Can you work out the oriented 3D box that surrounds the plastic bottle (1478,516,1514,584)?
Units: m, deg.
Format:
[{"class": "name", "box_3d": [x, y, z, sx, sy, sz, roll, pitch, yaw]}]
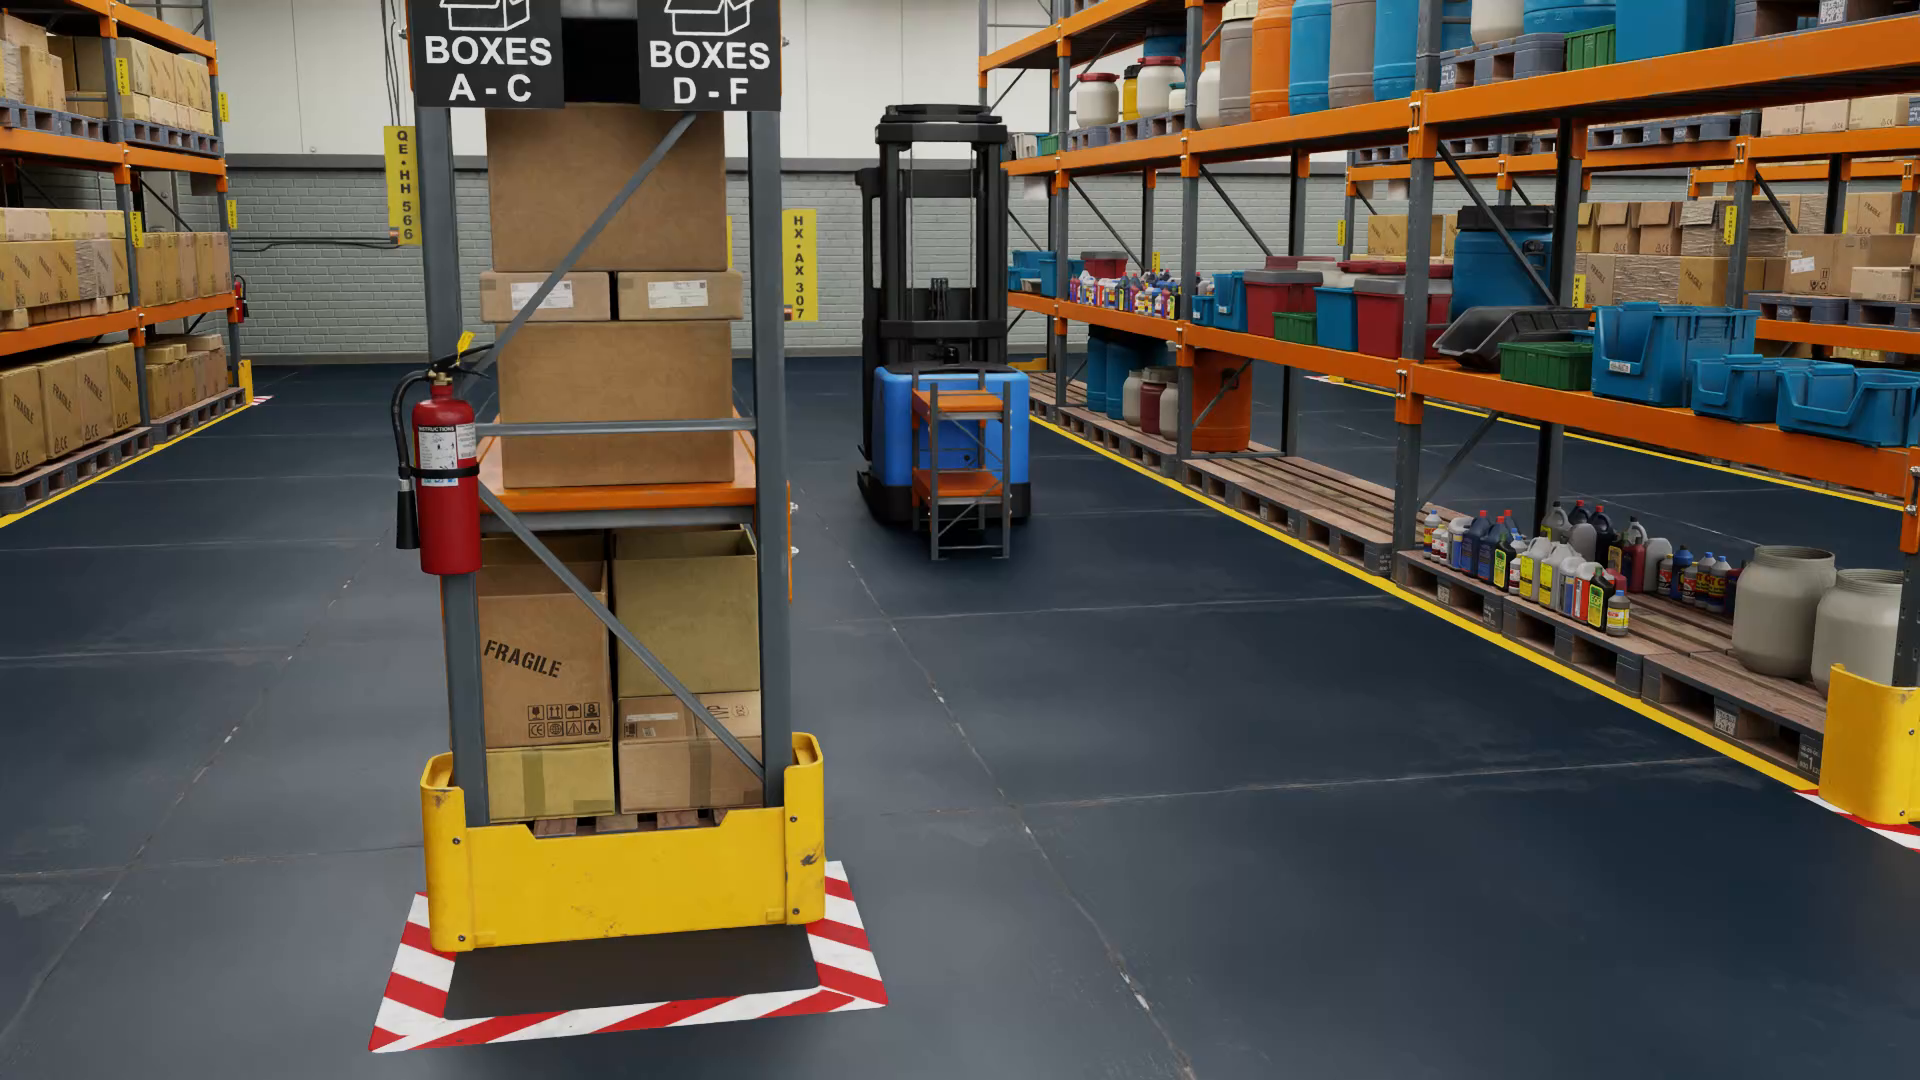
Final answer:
[{"class": "plastic bottle", "box_3d": [2.853, 0.047, 8.837, 0.144, 0.351, 0.185, -3, 11, -13]}]

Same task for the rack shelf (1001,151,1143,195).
[{"class": "rack shelf", "box_3d": [1.121, -4.190, 19.092, 1.077, 0.370, 4.000, -2, 11, -11]}]

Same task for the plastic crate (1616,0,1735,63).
[{"class": "plastic crate", "box_3d": [3.178, -2.307, 7.316, 0.392, 0.384, 0.575, -2, 11, -11]}]

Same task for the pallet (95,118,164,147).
[{"class": "pallet", "box_3d": [-8.357, -3.924, 16.004, 1.003, 0.211, 1.213, -2, 11, -11]}]

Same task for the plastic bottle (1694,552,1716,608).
[{"class": "plastic bottle", "box_3d": [3.711, 0.196, 8.262, 0.097, 0.271, 0.097, 0, 11, 0]}]

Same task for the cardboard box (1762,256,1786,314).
[{"class": "cardboard box", "box_3d": [7.319, -2.298, 14.981, 0.500, 0.500, 0.500, -2, 11, -9]}]

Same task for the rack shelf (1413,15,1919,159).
[{"class": "rack shelf", "box_3d": [3.455, -1.990, 7.529, 1.077, 0.370, 4.000, -2, 11, -11]}]

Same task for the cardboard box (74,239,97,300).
[{"class": "cardboard box", "box_3d": [-7.673, -2.287, 14.074, 0.500, 0.500, 0.500, -2, 11, -11]}]

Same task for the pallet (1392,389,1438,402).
[{"class": "pallet", "box_3d": [6.056, -1.880, 20.511, 1.003, 0.211, 1.213, -2, 11, -11]}]

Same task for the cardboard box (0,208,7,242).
[{"class": "cardboard box", "box_3d": [-7.271, -2.281, 12.036, 0.500, 0.250, 0.500, -2, 11, -10]}]

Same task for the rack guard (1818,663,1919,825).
[{"class": "rack guard", "box_3d": [3.783, 0.713, 6.113, 1.175, 0.500, 0.348, -2, 11, -11]}]

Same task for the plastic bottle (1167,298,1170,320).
[{"class": "plastic bottle", "box_3d": [1.786, -1.953, 13.965, 0.097, 0.201, 0.097, 0, 11, 0]}]

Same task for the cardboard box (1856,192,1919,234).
[{"class": "cardboard box", "box_3d": [10.897, -3.808, 19.445, 0.500, 0.500, 0.500, -3, 11, -13]}]

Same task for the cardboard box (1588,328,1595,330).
[{"class": "cardboard box", "box_3d": [6.867, -1.604, 16.159, 1.225, 0.875, 0.875, -2, 11, -11]}]

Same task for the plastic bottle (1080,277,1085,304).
[{"class": "plastic bottle", "box_3d": [1.248, -2.495, 16.625, 0.097, 0.271, 0.097, 0, 11, 0]}]

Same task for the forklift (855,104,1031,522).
[{"class": "forklift", "box_3d": [-0.219, -1.796, 12.794, 1.130, 2.935, 3.031, -2, 11, -8]}]

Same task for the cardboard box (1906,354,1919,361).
[{"class": "cardboard box", "box_3d": [11.389, -2.214, 19.718, 0.380, 0.149, 0.250, -2, 11, -9]}]

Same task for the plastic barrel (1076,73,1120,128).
[{"class": "plastic barrel", "box_3d": [1.366, -4.344, 16.491, 0.433, 0.535, 0.433, 0, 11, 0]}]

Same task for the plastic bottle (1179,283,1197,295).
[{"class": "plastic bottle", "box_3d": [2.101, -2.290, 15.339, 0.144, 0.351, 0.185, -2, 11, -11]}]

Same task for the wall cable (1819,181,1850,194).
[{"class": "wall cable", "box_3d": [15.580, -5.564, 29.689, 0.588, 1.984, 0.122, -2, 11, -11]}]

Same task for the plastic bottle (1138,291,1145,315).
[{"class": "plastic bottle", "box_3d": [1.628, -2.102, 14.751, 0.097, 0.201, 0.097, 0, 11, 0]}]

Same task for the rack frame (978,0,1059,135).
[{"class": "rack frame", "box_3d": [0.732, -6.384, 20.672, 1.000, 3.000, 0.127, -2, 11, -11]}]

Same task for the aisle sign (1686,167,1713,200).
[{"class": "aisle sign", "box_3d": [10.167, -5.059, 22.799, 0.394, 0.787, 0.004, -2, 11, -11]}]

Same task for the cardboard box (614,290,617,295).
[{"class": "cardboard box", "box_3d": [-1.498, -0.836, 7.300, 0.700, 0.500, 0.500, -2, 11, -10]}]

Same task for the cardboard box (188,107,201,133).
[{"class": "cardboard box", "box_3d": [-8.481, -4.512, 17.868, 0.500, 0.250, 0.500, -3, 11, -13]}]

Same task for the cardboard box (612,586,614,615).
[{"class": "cardboard box", "box_3d": [-1.909, 0.276, 7.957, 0.500, 0.250, 0.500, -2, 11, -11]}]

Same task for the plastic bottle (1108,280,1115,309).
[{"class": "plastic bottle", "box_3d": [1.447, -2.307, 15.639, 0.097, 0.271, 0.097, 0, 11, 0]}]

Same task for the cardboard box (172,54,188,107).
[{"class": "cardboard box", "box_3d": [-8.380, -4.789, 17.316, 0.500, 0.500, 0.500, -3, 11, -14]}]

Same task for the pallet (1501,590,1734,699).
[{"class": "pallet", "box_3d": [3.396, 0.482, 8.097, 1.003, 0.211, 1.213, -2, 11, -11]}]

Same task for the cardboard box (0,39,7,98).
[{"class": "cardboard box", "box_3d": [-7.830, -3.632, 12.792, 0.700, 0.500, 0.500, -2, 11, -8]}]

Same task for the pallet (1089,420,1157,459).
[{"class": "pallet", "box_3d": [1.860, -0.966, 15.709, 1.003, 0.211, 1.213, -2, 11, -11]}]

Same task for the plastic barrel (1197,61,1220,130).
[{"class": "plastic barrel", "box_3d": [2.048, -3.430, 12.875, 0.421, 0.512, 0.421, 0, 11, 0]}]

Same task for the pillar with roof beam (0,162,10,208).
[{"class": "pillar with roof beam", "box_3d": [-4.970, -5.544, 16.256, 9.100, 9.000, 0.400, -2, 11, -11]}]

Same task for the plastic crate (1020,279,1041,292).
[{"class": "plastic crate", "box_3d": [0.876, -2.912, 19.018, 0.293, 0.136, 0.466, -2, 11, -11]}]

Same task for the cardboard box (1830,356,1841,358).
[{"class": "cardboard box", "box_3d": [10.746, -2.141, 20.130, 0.380, 0.149, 0.250, -3, 11, -13]}]

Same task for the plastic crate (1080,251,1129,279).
[{"class": "plastic crate", "box_3d": [1.582, -2.937, 18.275, 0.402, 0.464, 0.583, -2, 11, -11]}]

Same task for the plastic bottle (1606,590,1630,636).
[{"class": "plastic bottle", "box_3d": [3.057, 0.335, 7.721, 0.097, 0.201, 0.097, 0, 11, 0]}]

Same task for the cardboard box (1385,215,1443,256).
[{"class": "cardboard box", "box_3d": [5.623, -3.774, 20.601, 0.500, 0.500, 0.500, -2, 11, -13]}]

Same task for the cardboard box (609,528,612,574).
[{"class": "cardboard box", "box_3d": [-1.906, -0.093, 7.887, 0.500, 0.500, 0.500, -2, 11, -11]}]

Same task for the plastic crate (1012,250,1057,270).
[{"class": "plastic crate", "box_3d": [0.980, -3.429, 20.937, 0.616, 0.435, 0.499, -2, 11, -11]}]

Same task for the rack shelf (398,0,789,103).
[{"class": "rack shelf", "box_3d": [-1.405, -1.810, 6.586, 1.077, 0.370, 4.000, -2, 11, -11]}]

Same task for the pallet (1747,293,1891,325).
[{"class": "pallet", "box_3d": [7.389, -1.929, 13.822, 1.213, 0.211, 1.003, -2, 11, -11]}]

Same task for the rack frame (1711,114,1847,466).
[{"class": "rack frame", "box_3d": [7.146, -2.150, 14.470, 1.000, 3.000, 0.127, -2, 11, -11]}]

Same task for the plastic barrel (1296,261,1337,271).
[{"class": "plastic barrel", "box_3d": [2.697, -1.844, 12.563, 0.421, 0.512, 0.421, 0, 11, 0]}]

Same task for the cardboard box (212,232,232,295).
[{"class": "cardboard box", "box_3d": [-8.877, -3.131, 18.822, 0.980, 0.700, 0.700, -2, 11, -8]}]

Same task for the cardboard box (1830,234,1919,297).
[{"class": "cardboard box", "box_3d": [7.497, -2.209, 13.390, 0.700, 0.500, 0.500, 0, 11, -3]}]

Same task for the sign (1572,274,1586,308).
[{"class": "sign", "box_3d": [3.608, -1.390, 9.738, 0.100, 0.325, 0.005, -2, 11, -11]}]

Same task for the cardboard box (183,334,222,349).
[{"class": "cardboard box", "box_3d": [-8.548, -2.232, 18.729, 0.380, 0.149, 0.250, -2, 11, -12]}]

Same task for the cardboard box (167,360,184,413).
[{"class": "cardboard box", "box_3d": [-8.347, -1.555, 16.905, 0.700, 0.500, 0.500, -2, 11, -12]}]

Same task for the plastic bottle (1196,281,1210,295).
[{"class": "plastic bottle", "box_3d": [2.251, -2.254, 15.350, 0.152, 0.276, 0.135, -2, 11, -11]}]

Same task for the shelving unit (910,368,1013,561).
[{"class": "shelving unit", "box_3d": [-0.005, -0.524, 10.942, 0.538, 1.125, 1.048, -2, 11, -8]}]

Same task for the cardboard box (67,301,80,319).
[{"class": "cardboard box", "box_3d": [-7.660, -1.943, 14.003, 0.380, 0.149, 0.250, -2, 11, -13]}]

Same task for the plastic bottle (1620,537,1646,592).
[{"class": "plastic bottle", "box_3d": [3.497, 0.118, 8.642, 0.061, 0.283, 0.133, -2, 11, -11]}]
